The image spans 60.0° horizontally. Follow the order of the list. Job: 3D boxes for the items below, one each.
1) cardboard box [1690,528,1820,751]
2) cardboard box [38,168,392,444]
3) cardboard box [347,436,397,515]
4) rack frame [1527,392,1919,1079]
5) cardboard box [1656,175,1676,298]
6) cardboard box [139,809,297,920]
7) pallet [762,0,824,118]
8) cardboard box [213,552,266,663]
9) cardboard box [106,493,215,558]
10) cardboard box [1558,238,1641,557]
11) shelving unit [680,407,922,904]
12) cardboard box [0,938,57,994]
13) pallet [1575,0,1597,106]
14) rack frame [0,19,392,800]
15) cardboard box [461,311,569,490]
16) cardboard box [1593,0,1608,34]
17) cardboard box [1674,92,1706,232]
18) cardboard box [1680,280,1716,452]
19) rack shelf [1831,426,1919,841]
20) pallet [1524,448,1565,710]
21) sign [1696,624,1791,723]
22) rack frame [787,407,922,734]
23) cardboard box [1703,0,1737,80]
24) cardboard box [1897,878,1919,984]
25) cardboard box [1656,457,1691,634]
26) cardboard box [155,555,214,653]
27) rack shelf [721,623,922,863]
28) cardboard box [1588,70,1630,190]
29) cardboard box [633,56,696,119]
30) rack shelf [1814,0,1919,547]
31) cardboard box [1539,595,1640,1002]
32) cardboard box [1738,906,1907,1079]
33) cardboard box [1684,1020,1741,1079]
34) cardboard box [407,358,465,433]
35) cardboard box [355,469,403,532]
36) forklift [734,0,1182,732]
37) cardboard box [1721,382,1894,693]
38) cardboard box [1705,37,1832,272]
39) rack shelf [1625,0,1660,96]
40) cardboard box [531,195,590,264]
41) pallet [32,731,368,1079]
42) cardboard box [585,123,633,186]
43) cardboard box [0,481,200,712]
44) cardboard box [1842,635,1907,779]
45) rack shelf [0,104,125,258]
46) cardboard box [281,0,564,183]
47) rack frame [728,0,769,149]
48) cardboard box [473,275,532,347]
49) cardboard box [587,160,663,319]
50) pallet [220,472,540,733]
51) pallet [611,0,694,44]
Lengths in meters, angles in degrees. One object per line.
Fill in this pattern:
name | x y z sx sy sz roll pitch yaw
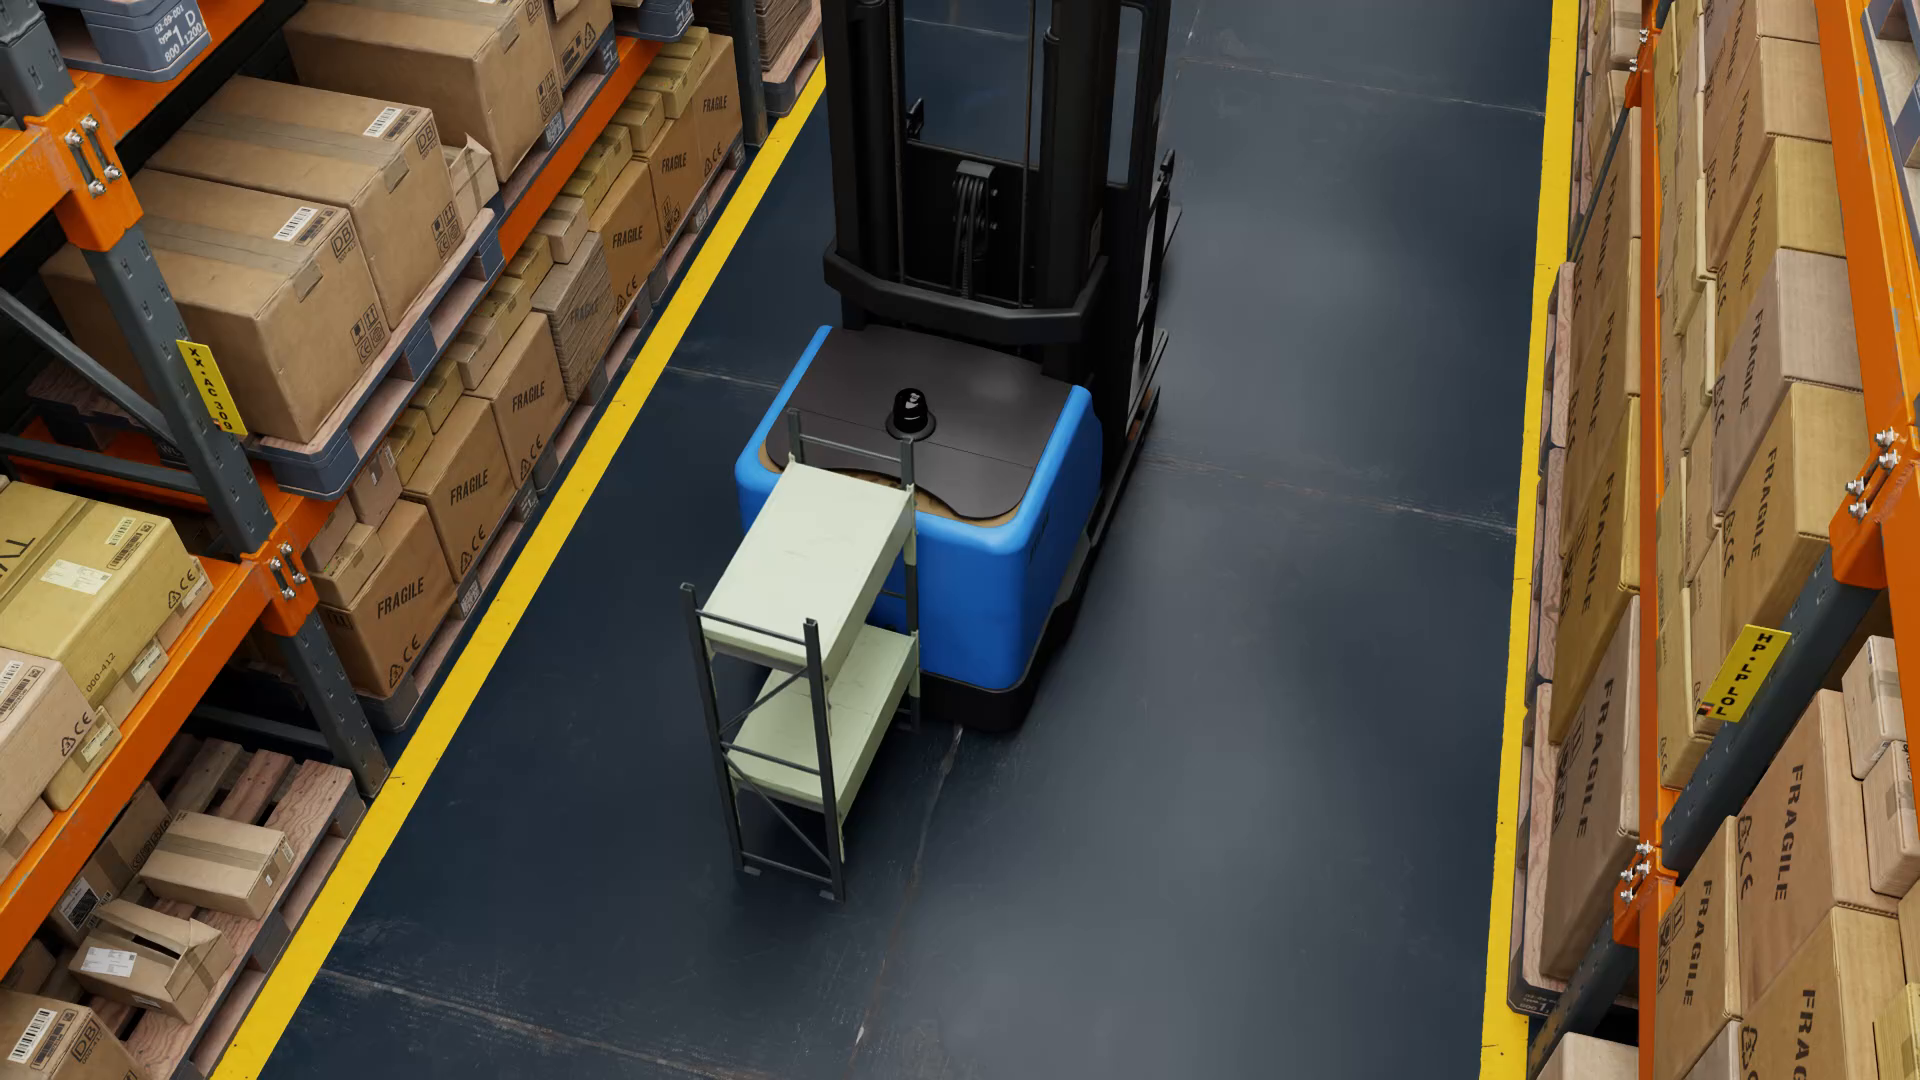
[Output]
cardboard box | 2.143 0.274 4.193 0.500 0.250 0.500 12 50 10
cardboard box | -2.185 -0.698 4.937 0.700 0.500 0.500 13 50 11
cardboard box | -2.154 -0.249 5.644 0.380 0.149 0.250 9 49 8
rack frame | 2.262 0.757 4.000 1.000 3.000 0.127 12 50 10
cardboard box | 2.681 -1.029 5.677 0.500 0.250 0.500 13 50 11
cardboard box | -2.391 1.045 5.367 0.380 0.149 0.250 10 49 9
pallet | -1.221 -2.778 8.980 1.003 0.211 1.213 12 50 10
cardboard box | -2.684 0.055 6.007 0.500 0.500 0.500 11 50 10
cardboard box | -2.709 -0.070 5.684 0.380 0.149 0.250 10 49 9
cardboard box | 2.814 -0.445 6.198 0.875 0.875 0.875 12 50 10
shelving unit | -0.453 0.412 5.305 0.431 1.500 0.755 15 50 13
cardboard box | -3.044 1.329 5.116 0.380 0.149 0.250 11 49 10
pallet | 3.845 -2.658 8.874 1.003 0.211 1.213 12 50 10
rack frame | -2.528 -0.220 4.862 1.000 3.000 0.127 12 50 10
cardboard box | -1.917 -0.585 6.571 0.500 0.500 0.500 10 49 9
cardboard box | 3.865 -2.895 8.696 0.950 0.372 0.625 13 50 11
cardboard box | 2.663 -1.203 5.496 0.500 0.250 0.500 11 50 10
cardboard box | 2.398 -0.465 4.845 0.500 0.250 0.500 13 50 11
rack shelf | 1.736 1.449 1.869 1.077 0.370 4.000 12 50 10
pallet | 2.712 0.221 6.333 1.003 0.211 1.213 12 50 10
sign | 1.736 0.300 3.684 0.100 0.325 0.005 12 50 10
rack frame | -0.330 0.153 5.534 0.400 1.500 0.023 15 50 13
cardboard box | 2.828 -1.831 5.551 0.500 0.500 0.500 12 50 10
cardboard box | 1.850 0.737 2.851 0.380 0.149 0.250 11 49 10
cardboard box | 2.272 0.064 4.712 0.500 0.250 0.500 11 49 10
cardboard box | -2.368 0.144 4.709 0.380 0.149 0.250 12 50 11
rack shelf | -0.453 0.627 5.550 0.431 0.370 0.720 15 50 13
cardboard box | 3.473 -1.813 7.741 0.950 0.372 0.625 9 49 7
cardboard box | -1.402 -2.029 7.413 0.380 0.149 0.250 9 49 8
rack shelf | 2.788 -1.444 4.422 1.077 0.370 4.000 12 50 10
cardboard box | 2.348 0.857 5.049 0.875 0.875 0.875 13 50 11
cardboard box | 1.764 1.054 3.005 0.500 0.500 0.500 11 49 10
cardboard box | 1.750 1.375 3.388 0.500 0.500 0.500 12 50 10
cardboard box | -2.063 -0.558 6.115 0.380 0.149 0.250 11 49 9
cardboard box | -2.178 -0.169 5.772 0.380 0.149 0.250 10 49 9
forklift | 8.264 1.574 3.188 19.036 3.140 5.327 15 50 13
cardboard box | 2.137 0.020 3.917 0.500 0.500 0.500 13 50 11
cardboard box | 2.541 -1.096 4.902 0.500 0.500 0.500 12 50 11
rack shelf | 3.841 -3.345 8.100 1.077 0.370 4.000 12 50 10
cardboard box | -1.737 -1.279 6.751 0.380 0.149 0.250 9 49 8
pallet | -2.709 1.199 5.470 1.003 0.211 1.213 12 50 10
cardboard box | -1.628 -1.665 7.092 0.380 0.149 0.250 13 50 11
cardboard box | -2.426 0.148 4.440 0.500 0.250 0.500 13 50 11
cardboard box | 1.929 0.355 3.188 0.380 0.149 0.250 11 49 9
rack shelf | -3.054 0.472 2.731 1.077 0.370 4.000 12 50 10
cardboard box | -1.842 -1.640 5.769 0.700 0.500 0.500 11 50 10
rack frame | -1.475 -3.113 7.416 1.000 3.000 0.127 12 50 10
cardboard box | -1.893 -0.910 6.426 0.380 0.149 0.250 13 50 11
cardboard box | -1.656 -1.338 7.236 0.500 0.500 0.500 14 50 12
pallet | -2.350 0.107 6.434 1.003 0.211 1.213 12 50 10
pallet | -1.586 -2.546 7.043 1.213 0.211 1.003 12 50 10
